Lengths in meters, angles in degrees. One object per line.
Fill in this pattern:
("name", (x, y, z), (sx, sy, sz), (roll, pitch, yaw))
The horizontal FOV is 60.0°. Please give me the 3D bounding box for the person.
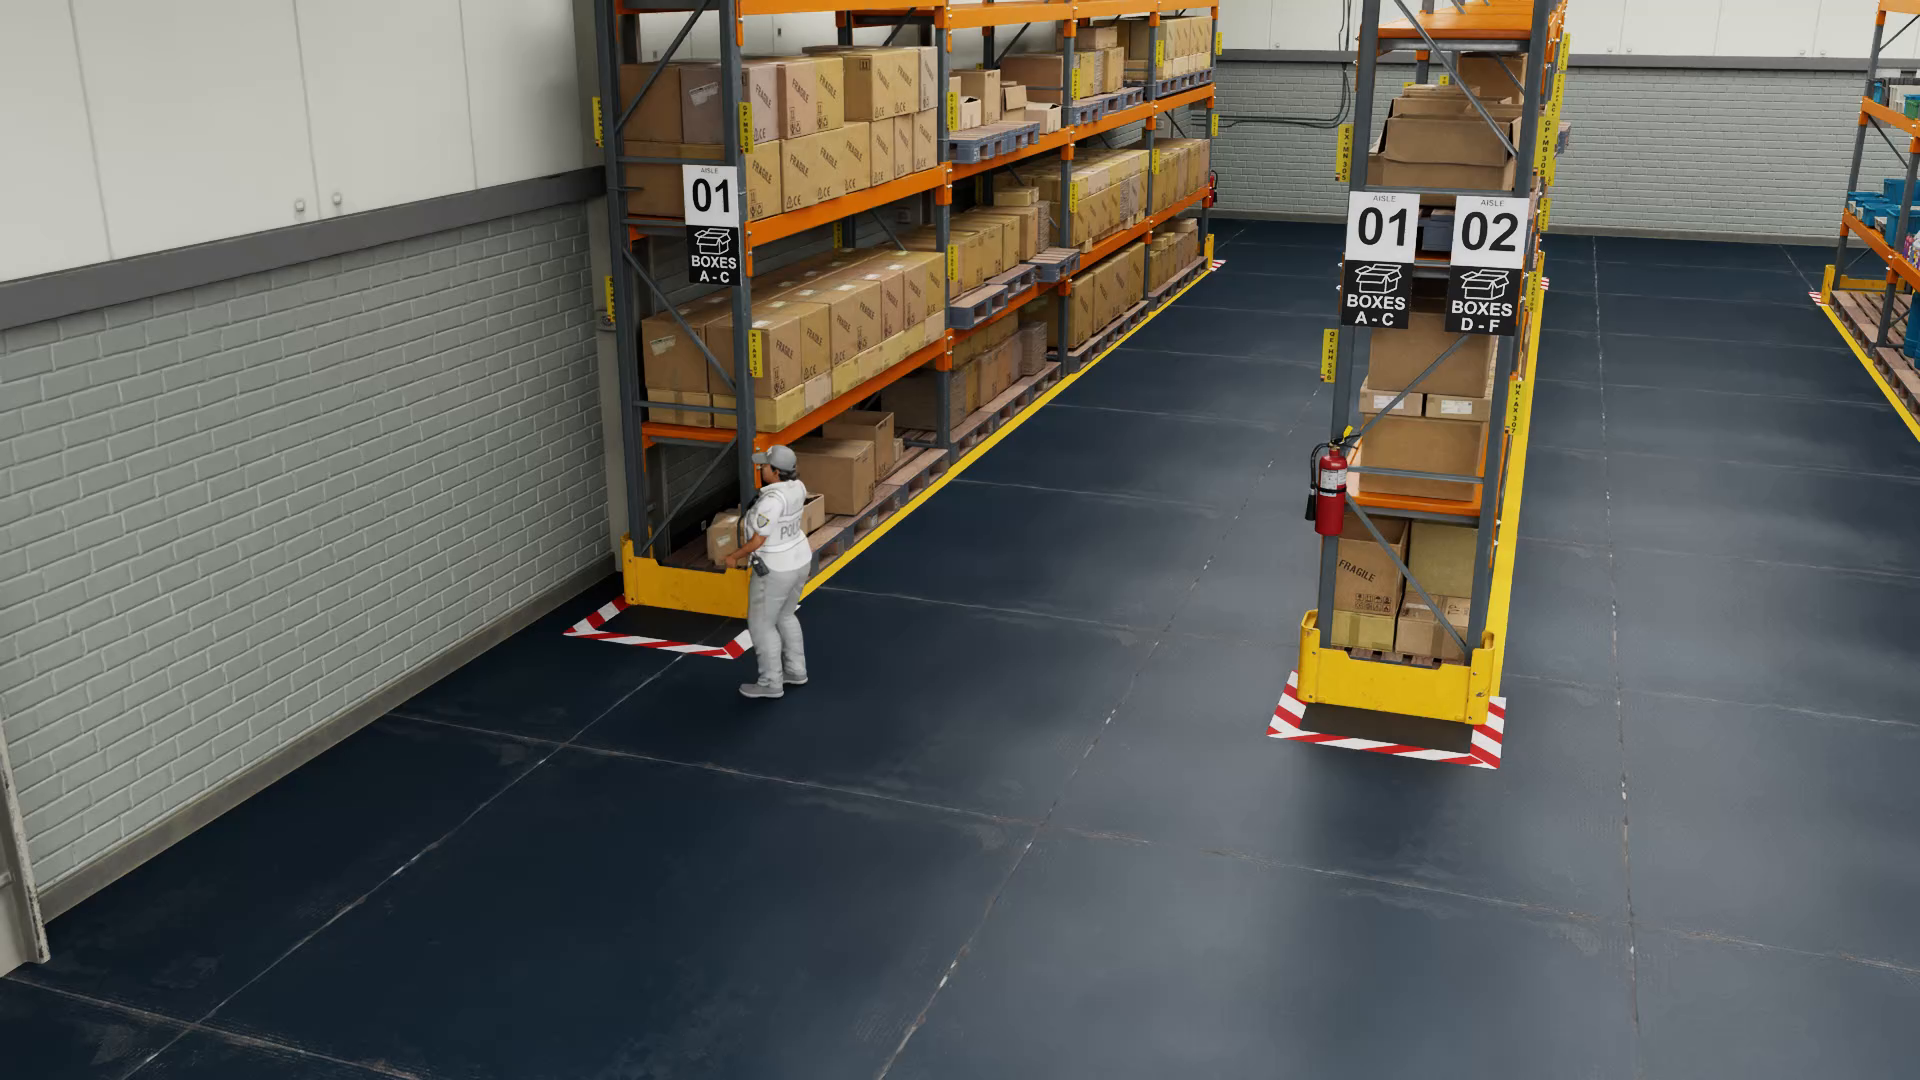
("person", (-1.222, 0.184, 10.529), (0.536, 1.655, 0.454), (6, 20, 18))
